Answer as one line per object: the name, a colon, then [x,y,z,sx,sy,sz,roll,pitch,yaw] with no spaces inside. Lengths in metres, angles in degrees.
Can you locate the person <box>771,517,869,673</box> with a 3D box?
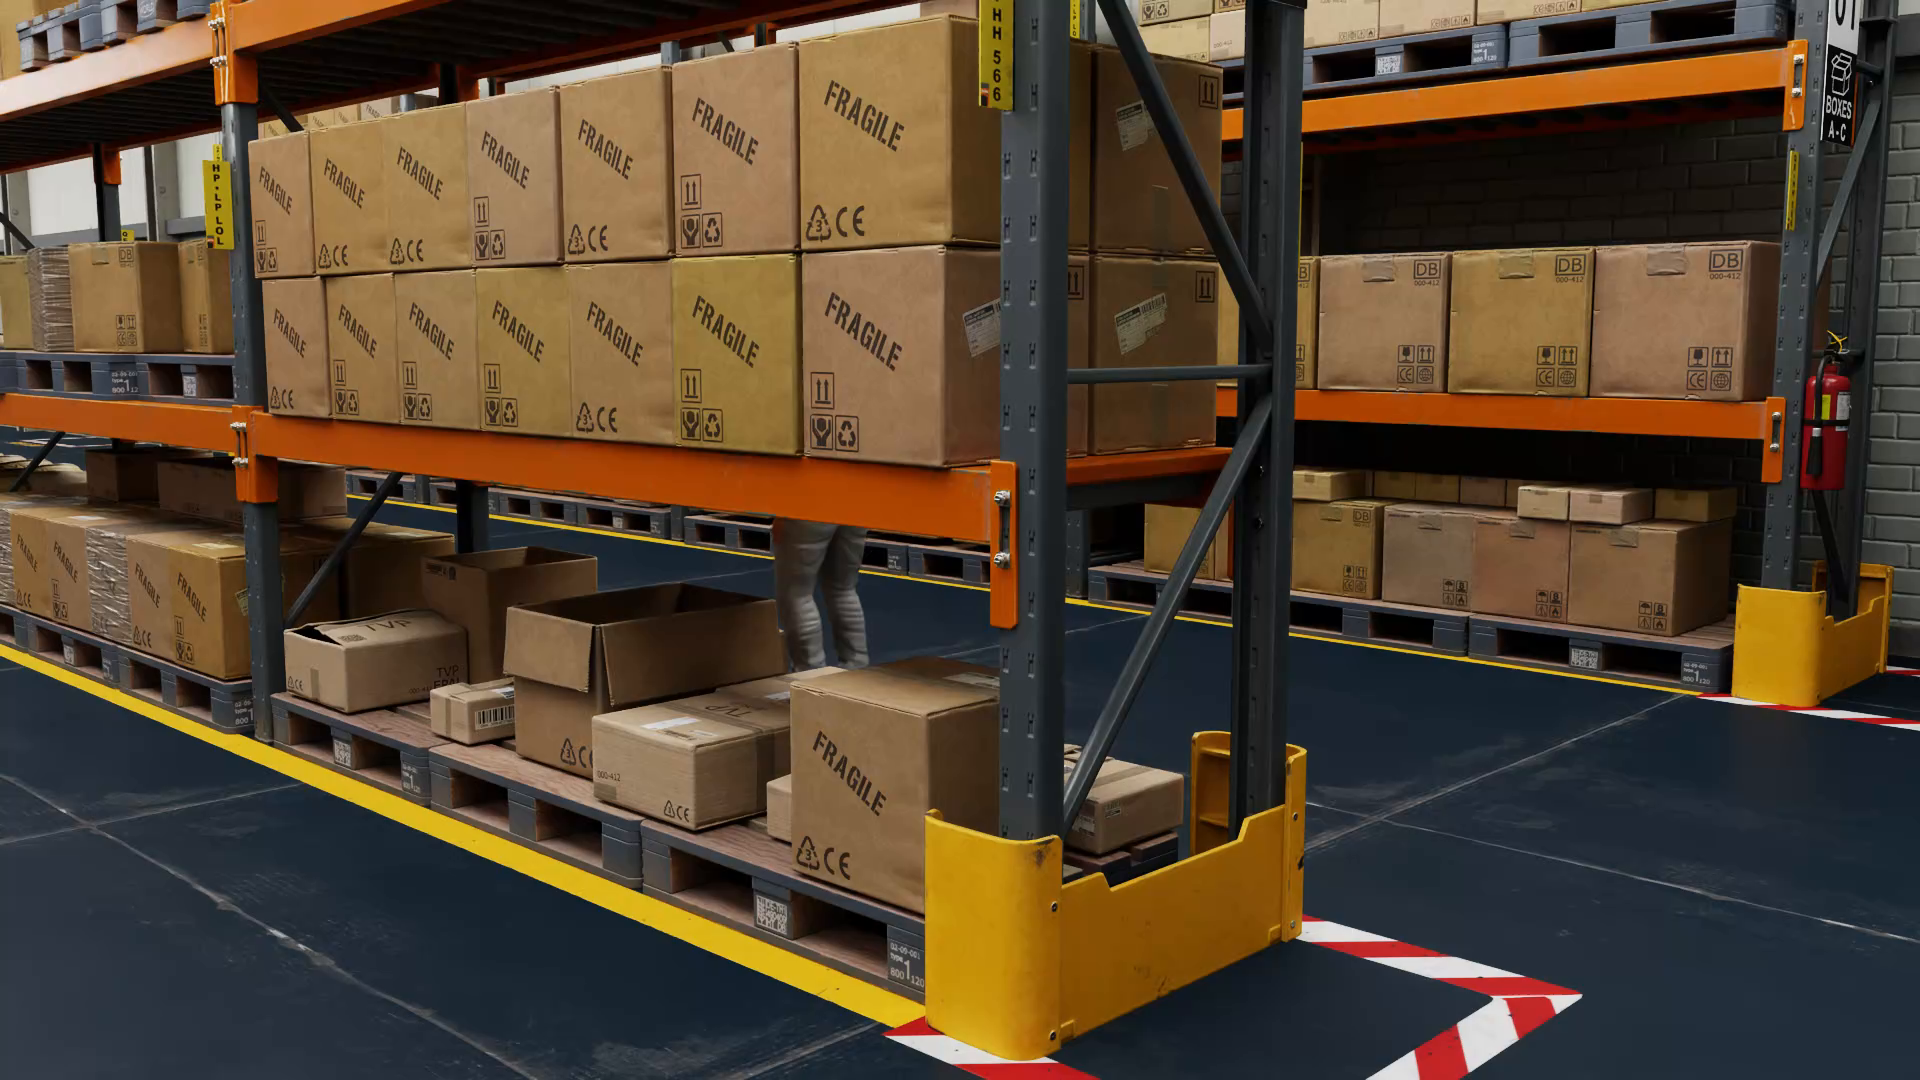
person: [-0.622,-0.105,7.193,0.390,1.674,0.469,7,10,44]
